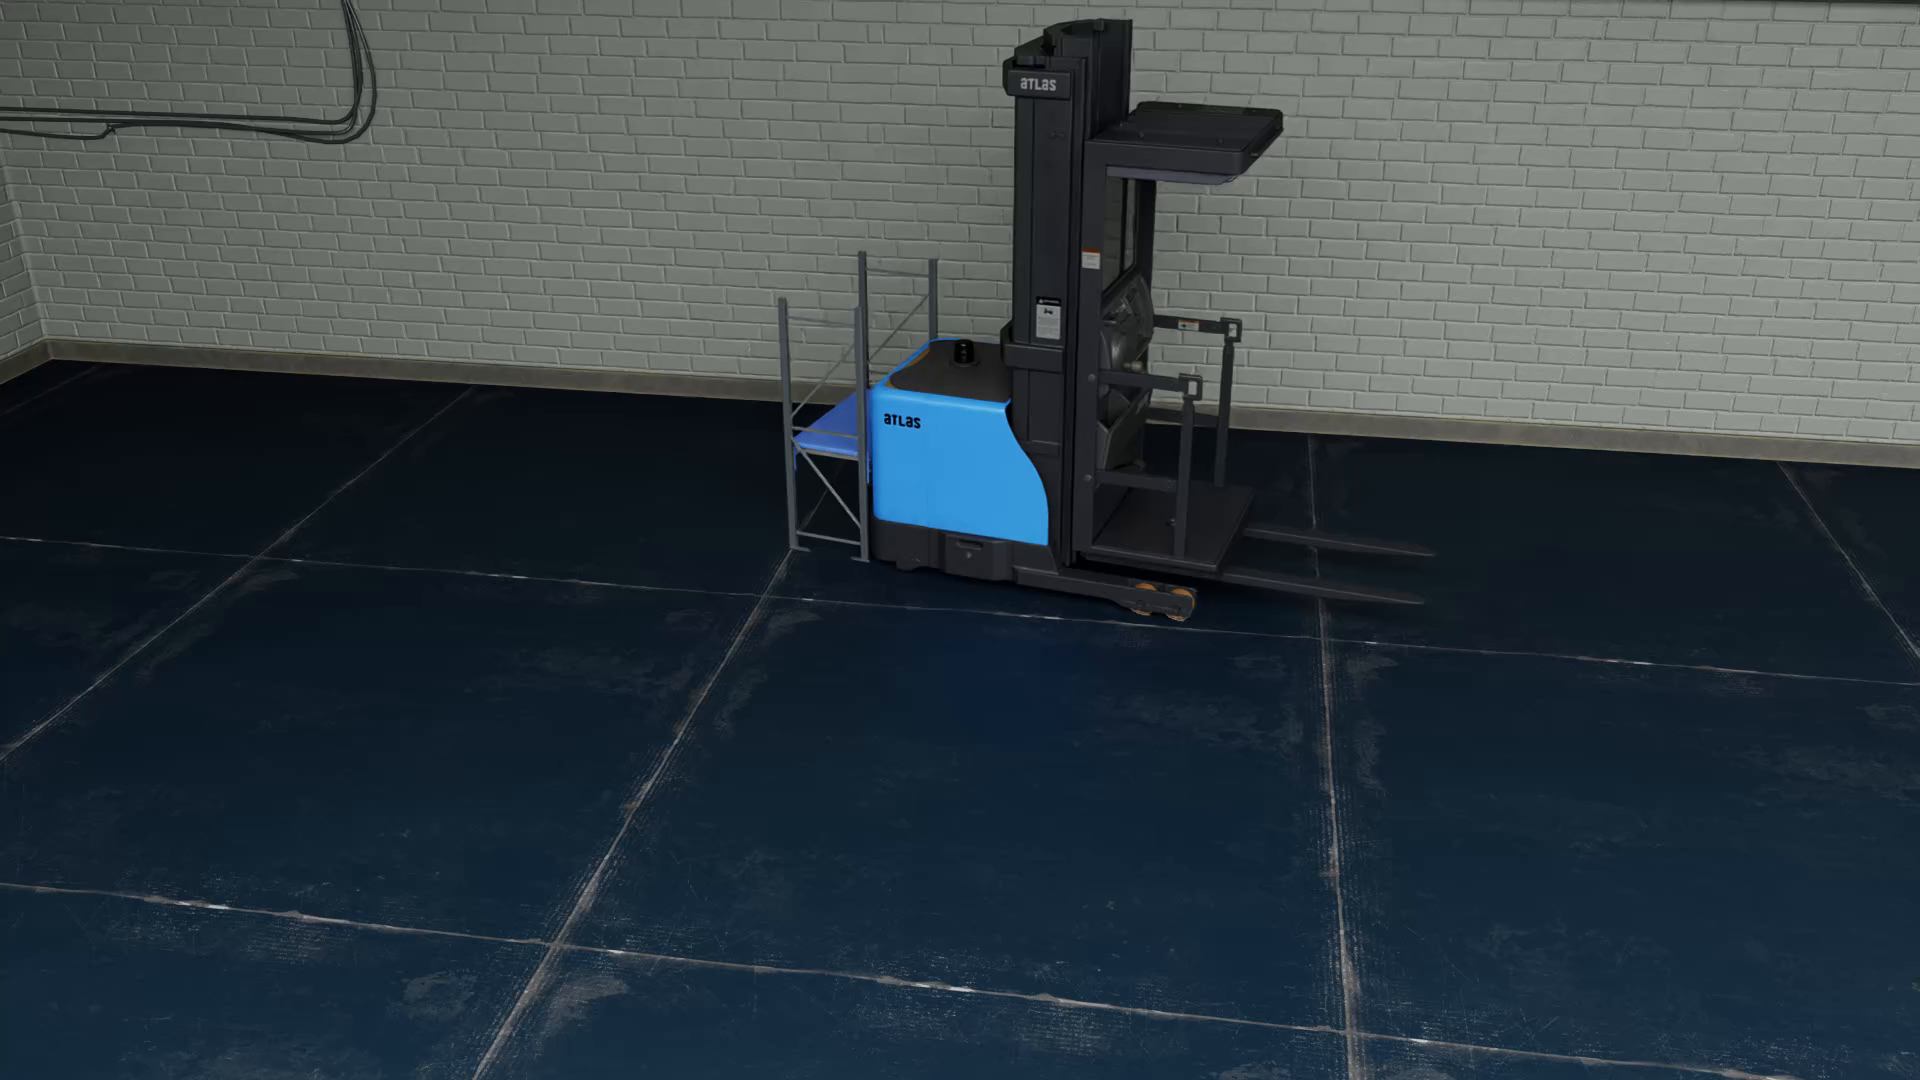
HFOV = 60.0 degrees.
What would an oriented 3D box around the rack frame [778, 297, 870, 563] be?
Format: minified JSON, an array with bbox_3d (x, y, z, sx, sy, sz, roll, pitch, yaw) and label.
[{"bbox_3d":[-0.752,-0.596,9.255,0.500,1.500,0.032,10,27,20],"label":"rack frame"}]

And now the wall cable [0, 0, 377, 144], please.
[{"bbox_3d":[-5.519,-3.940,11.216,3.097,2.526,0.112,4,25,9],"label":"wall cable"}]

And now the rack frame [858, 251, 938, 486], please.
[{"bbox_3d":[-0.370,-0.996,10.108,0.500,1.500,0.032,10,27,20],"label":"rack frame"}]

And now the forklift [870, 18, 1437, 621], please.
[{"bbox_3d":[1.071,-1.153,8.756,3.031,2.935,1.130,9,26,18],"label":"forklift"}]

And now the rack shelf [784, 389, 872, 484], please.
[{"bbox_3d":[-0.561,-0.633,9.758,0.538,0.185,1.000,10,27,20],"label":"rack shelf"}]

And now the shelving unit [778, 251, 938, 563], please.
[{"bbox_3d":[-0.561,-0.796,9.681,0.538,1.500,1.048,10,27,20],"label":"shelving unit"}]
